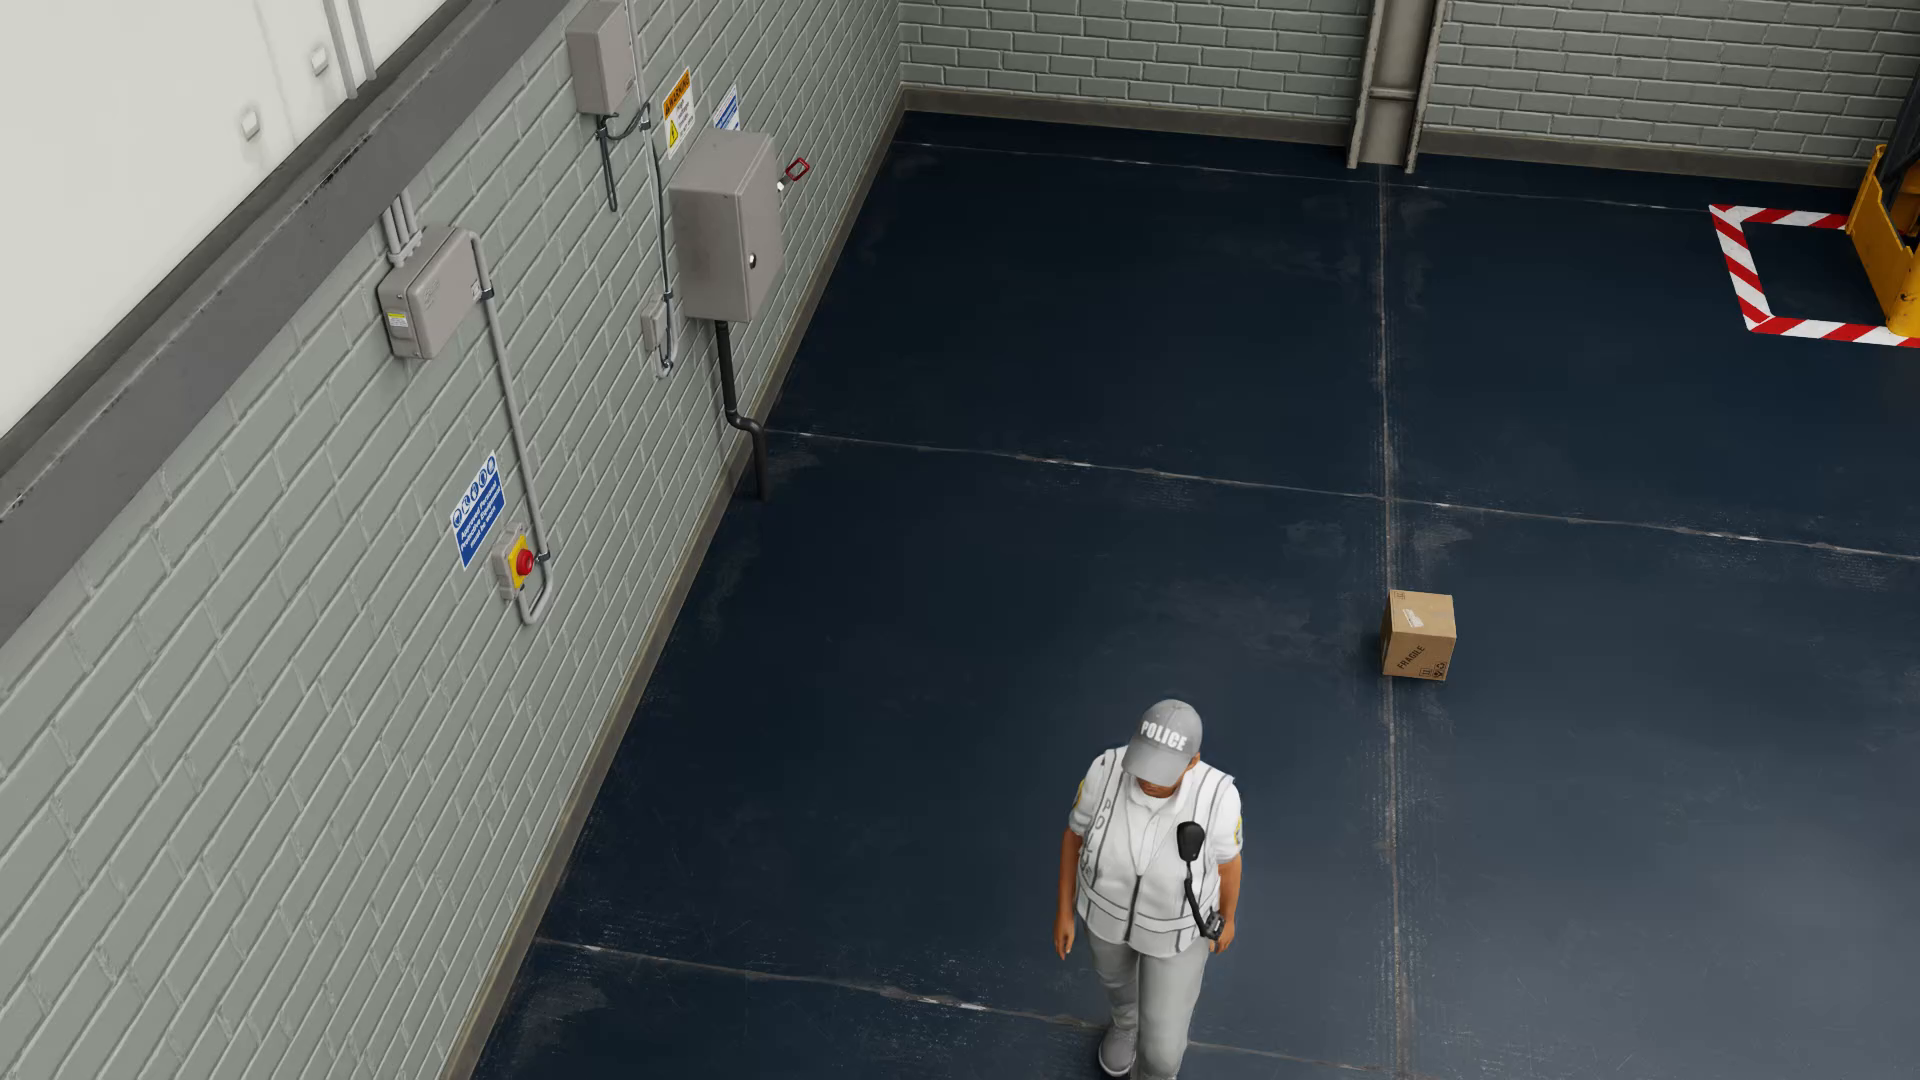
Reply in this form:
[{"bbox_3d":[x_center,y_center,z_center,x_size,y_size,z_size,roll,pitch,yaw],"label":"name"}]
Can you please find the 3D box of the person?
[{"bbox_3d":[0.532,1.125,4.879,0.513,1.738,0.510,16,43,18],"label":"person"}]
